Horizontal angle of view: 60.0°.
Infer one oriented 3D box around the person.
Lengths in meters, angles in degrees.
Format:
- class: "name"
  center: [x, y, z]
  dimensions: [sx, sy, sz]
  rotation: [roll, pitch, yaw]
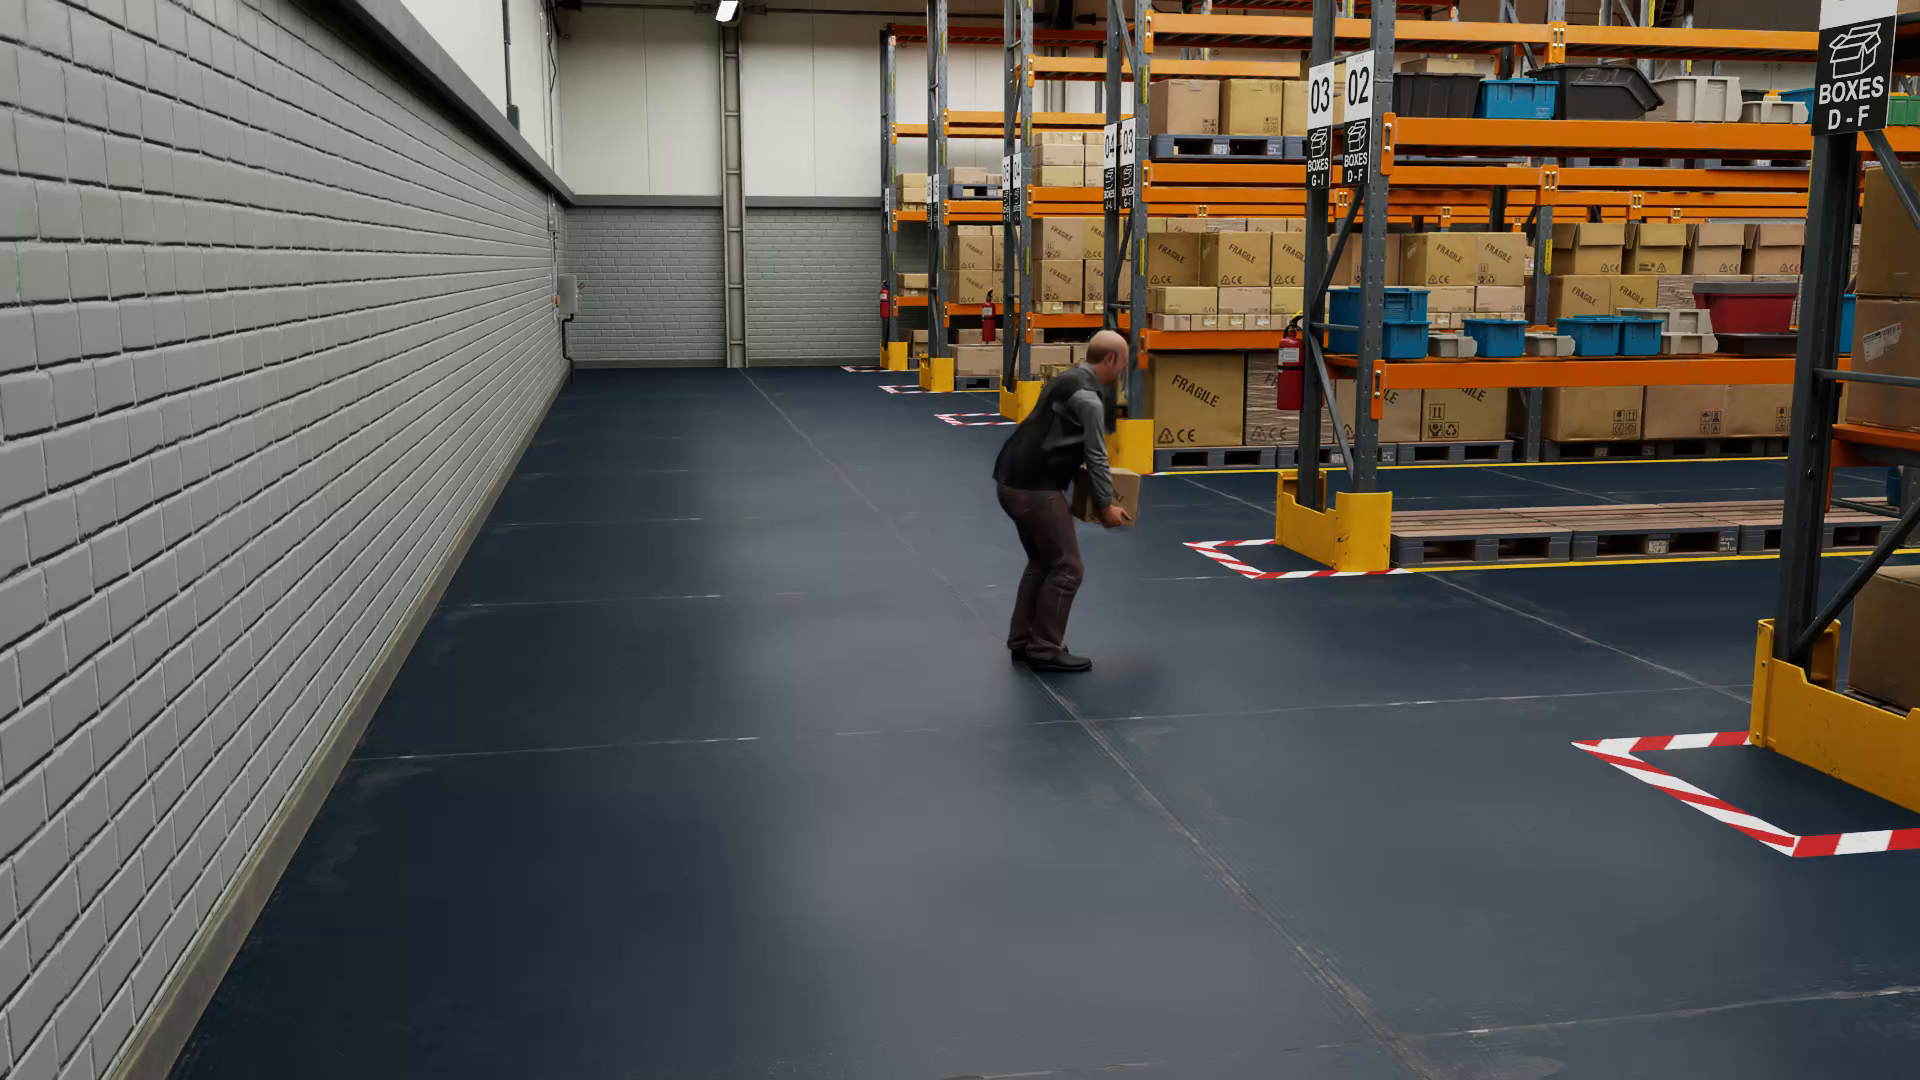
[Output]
- class: "person"
  center: [0.488, -0.193, 7.999]
  dimensions: [0.644, 1.616, 0.473]
  rotation: [-2, 10, -12]
